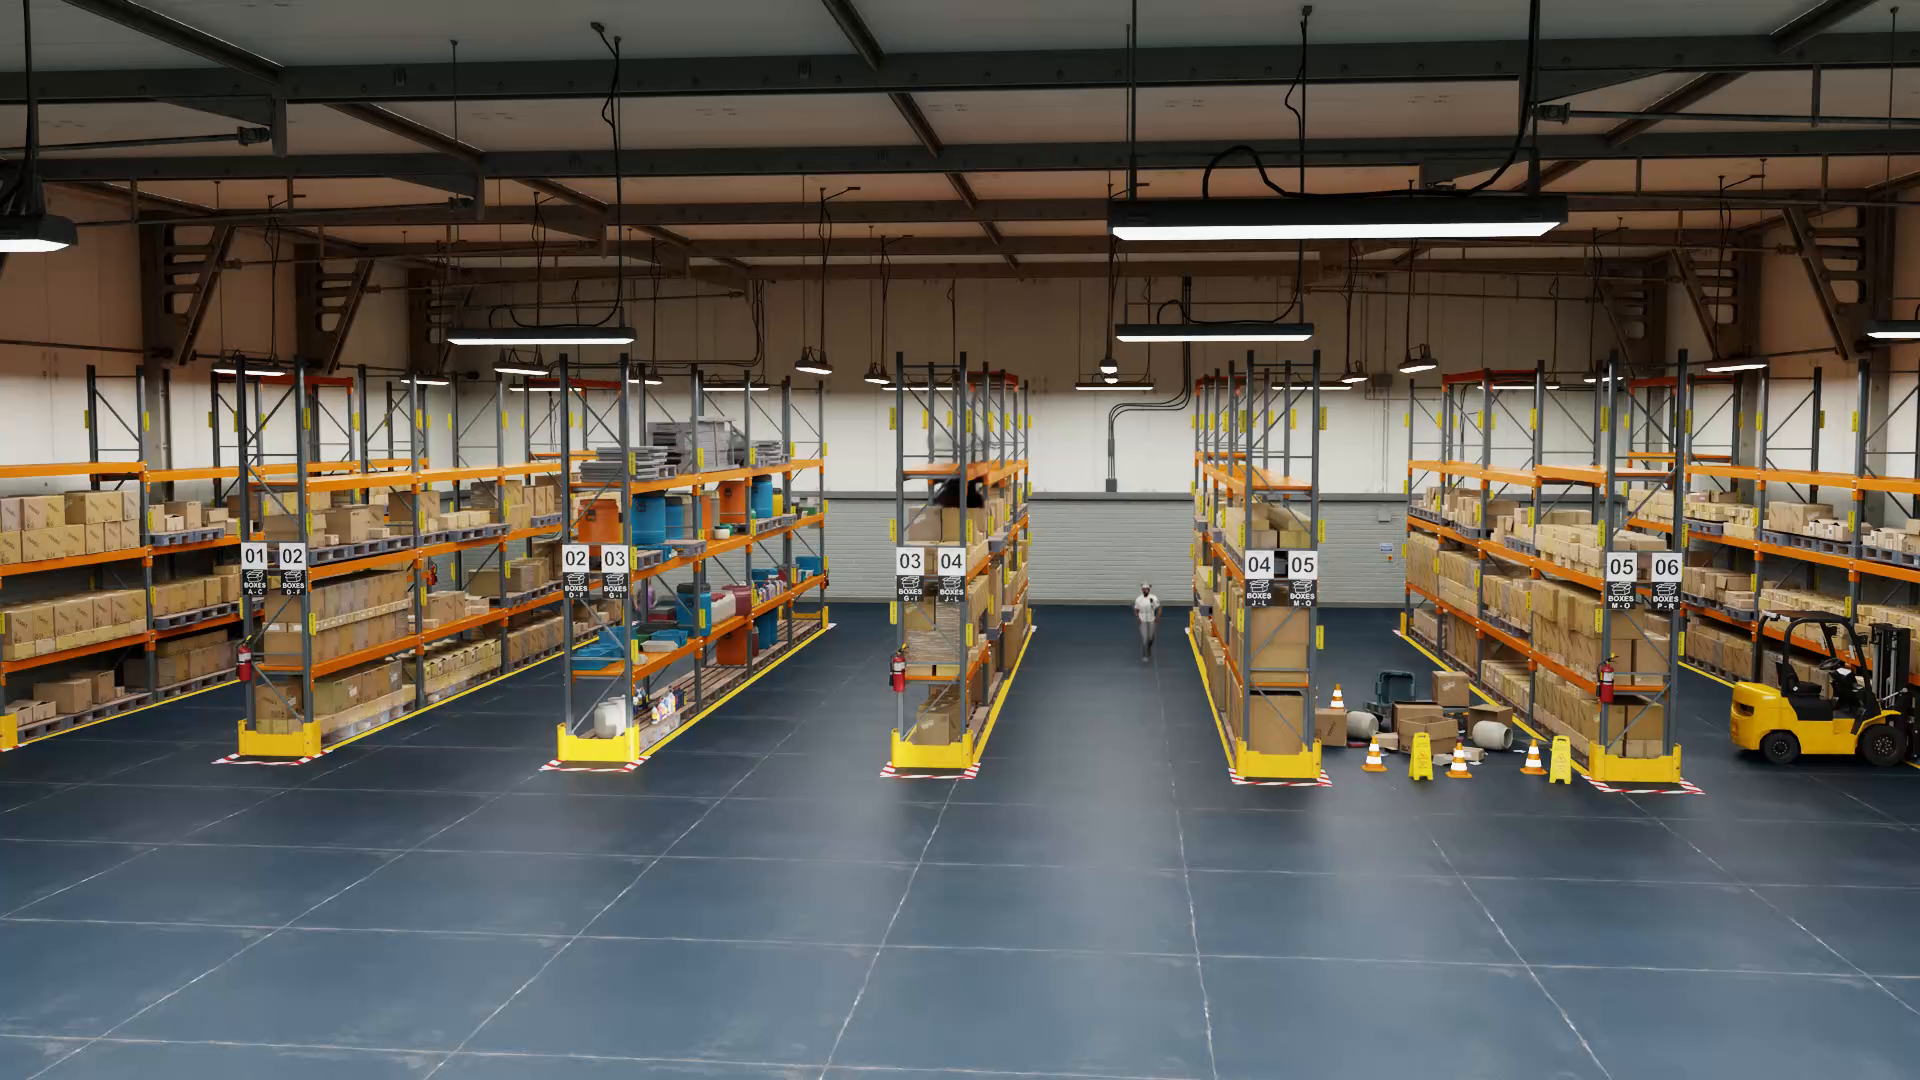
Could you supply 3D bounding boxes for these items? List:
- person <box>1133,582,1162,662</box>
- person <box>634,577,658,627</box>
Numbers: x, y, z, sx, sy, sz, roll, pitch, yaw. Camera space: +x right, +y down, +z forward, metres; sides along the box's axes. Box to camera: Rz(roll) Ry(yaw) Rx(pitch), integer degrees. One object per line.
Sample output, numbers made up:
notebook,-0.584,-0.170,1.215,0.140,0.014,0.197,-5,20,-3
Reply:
person,3.908,1.712,34.739,0.585,1.665,0.481,1,4,9
person,-7.009,1.598,37.078,0.542,1.564,0.454,0,4,-6
